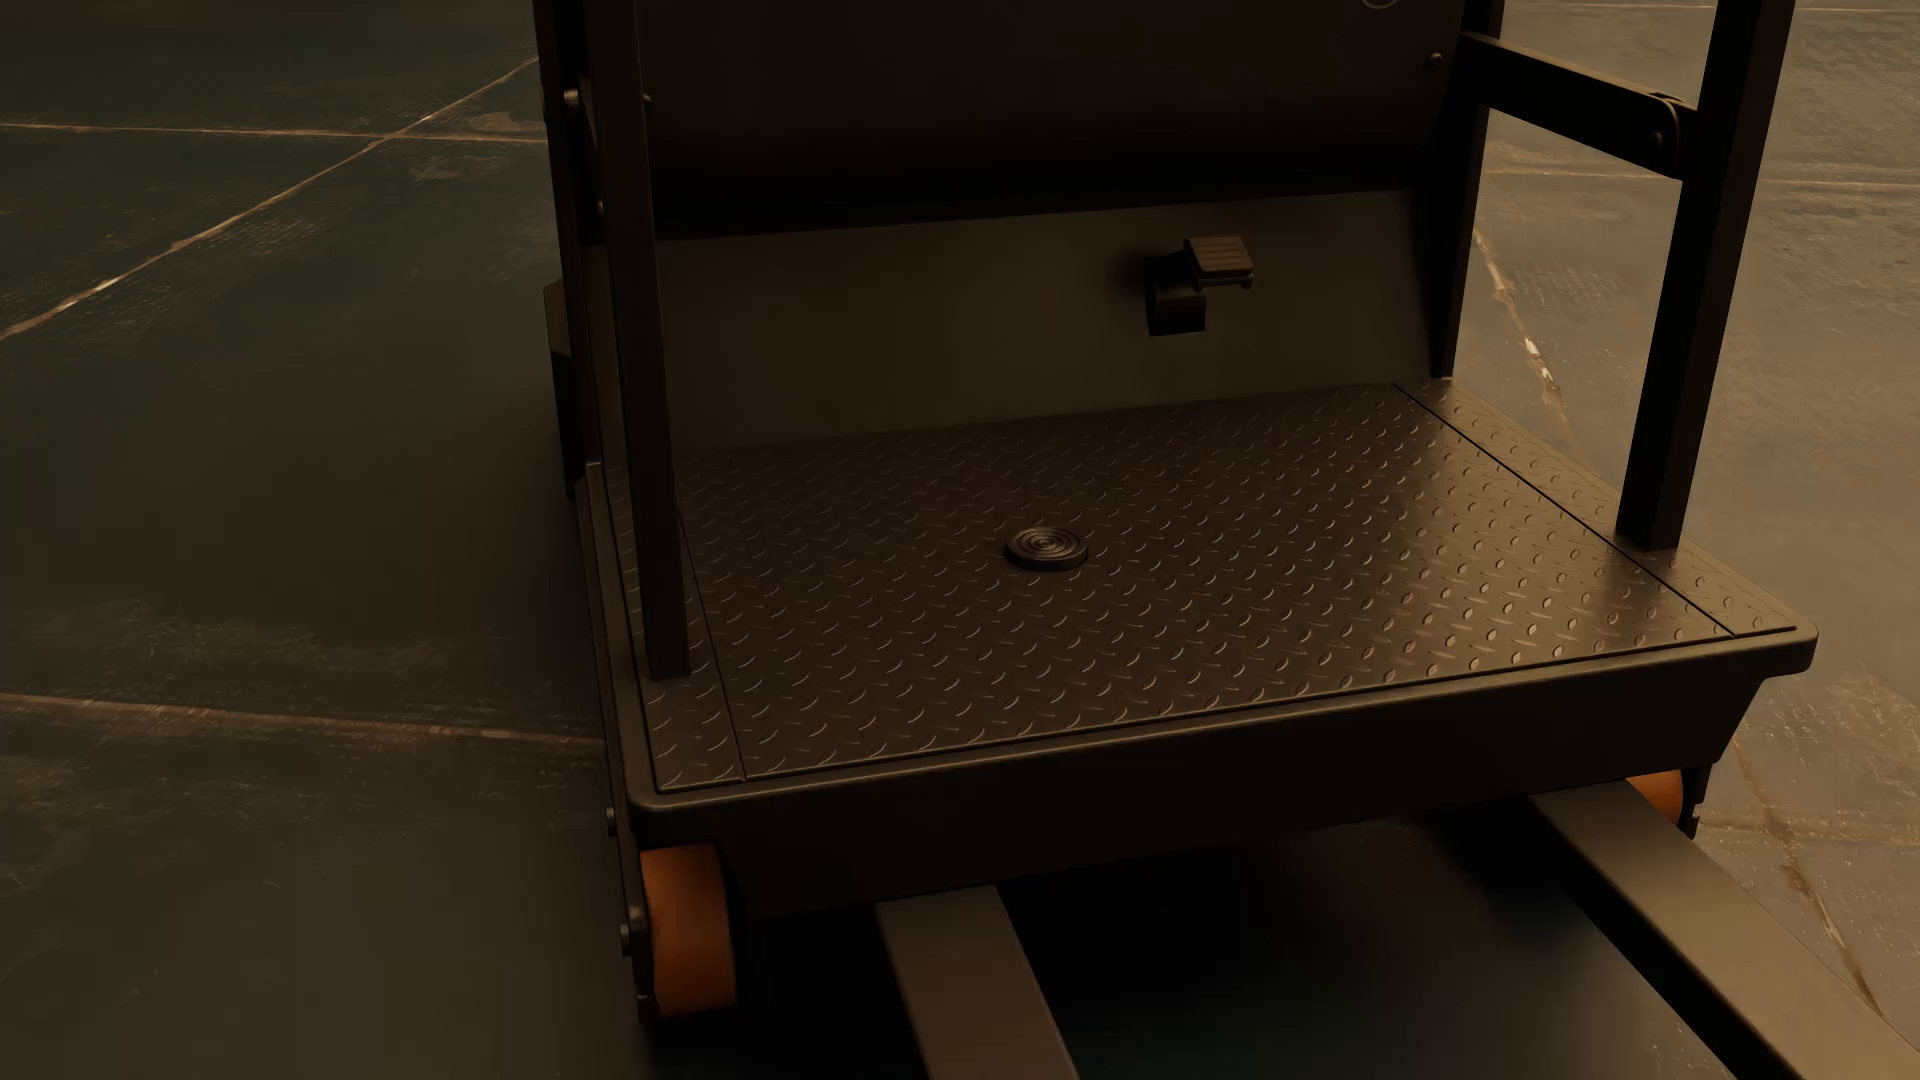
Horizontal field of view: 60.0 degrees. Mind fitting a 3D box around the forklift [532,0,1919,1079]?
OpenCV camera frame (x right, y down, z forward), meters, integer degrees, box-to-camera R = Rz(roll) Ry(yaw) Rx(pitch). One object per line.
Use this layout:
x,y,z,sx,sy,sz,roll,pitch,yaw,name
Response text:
0.153,-1.049,1.319,1.130,2.935,3.031,-7,27,-13,forklift
